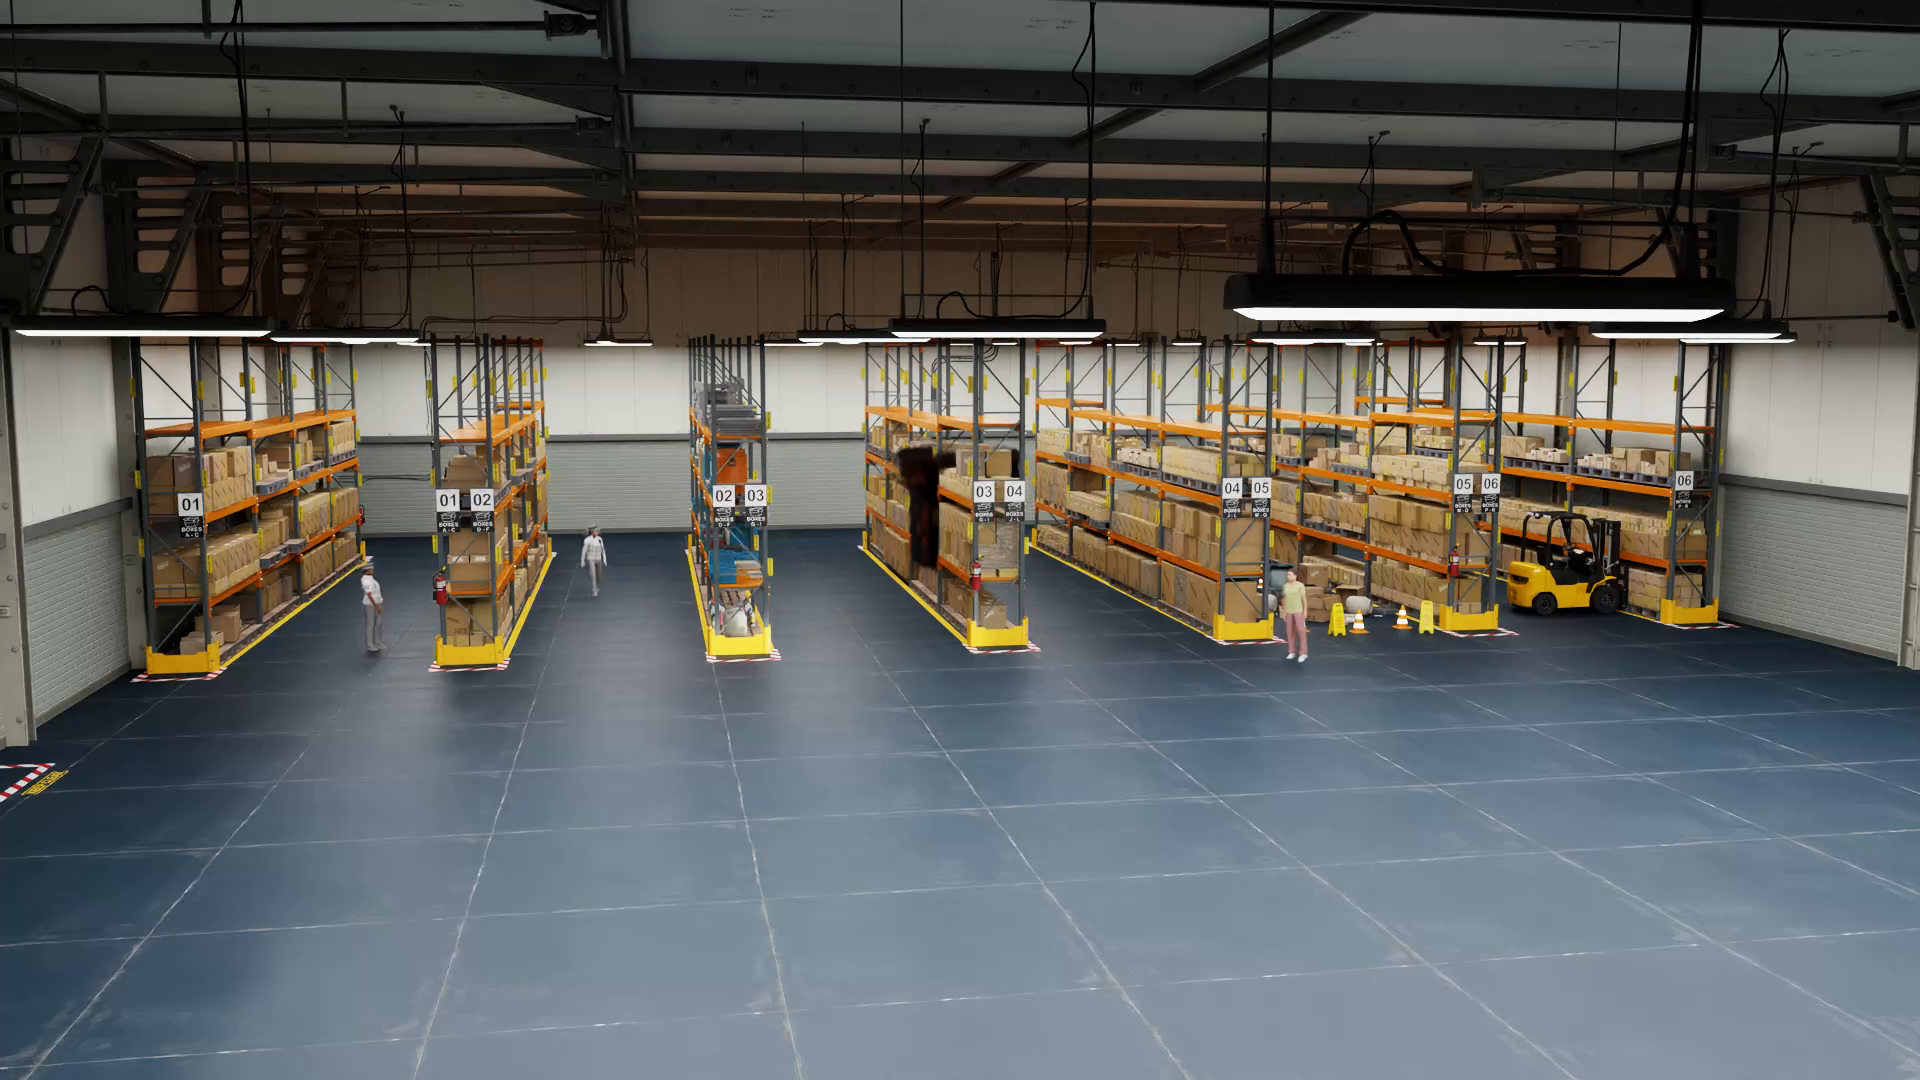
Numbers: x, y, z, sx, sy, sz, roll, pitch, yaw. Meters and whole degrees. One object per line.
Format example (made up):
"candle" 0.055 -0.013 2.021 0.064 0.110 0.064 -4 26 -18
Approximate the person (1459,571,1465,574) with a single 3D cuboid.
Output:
"person" 11.693 0.476 38.698 0.557 1.725 0.564 5 8 35

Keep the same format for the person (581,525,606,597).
"person" -8.545 0.466 38.757 0.576 1.637 0.933 -3 7 -22

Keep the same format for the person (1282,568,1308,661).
"person" 6.191 1.369 30.816 0.557 1.690 0.450 4 8 33

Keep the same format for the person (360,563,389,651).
"person" -11.170 1.275 31.736 0.511 1.701 0.516 2 7 14
